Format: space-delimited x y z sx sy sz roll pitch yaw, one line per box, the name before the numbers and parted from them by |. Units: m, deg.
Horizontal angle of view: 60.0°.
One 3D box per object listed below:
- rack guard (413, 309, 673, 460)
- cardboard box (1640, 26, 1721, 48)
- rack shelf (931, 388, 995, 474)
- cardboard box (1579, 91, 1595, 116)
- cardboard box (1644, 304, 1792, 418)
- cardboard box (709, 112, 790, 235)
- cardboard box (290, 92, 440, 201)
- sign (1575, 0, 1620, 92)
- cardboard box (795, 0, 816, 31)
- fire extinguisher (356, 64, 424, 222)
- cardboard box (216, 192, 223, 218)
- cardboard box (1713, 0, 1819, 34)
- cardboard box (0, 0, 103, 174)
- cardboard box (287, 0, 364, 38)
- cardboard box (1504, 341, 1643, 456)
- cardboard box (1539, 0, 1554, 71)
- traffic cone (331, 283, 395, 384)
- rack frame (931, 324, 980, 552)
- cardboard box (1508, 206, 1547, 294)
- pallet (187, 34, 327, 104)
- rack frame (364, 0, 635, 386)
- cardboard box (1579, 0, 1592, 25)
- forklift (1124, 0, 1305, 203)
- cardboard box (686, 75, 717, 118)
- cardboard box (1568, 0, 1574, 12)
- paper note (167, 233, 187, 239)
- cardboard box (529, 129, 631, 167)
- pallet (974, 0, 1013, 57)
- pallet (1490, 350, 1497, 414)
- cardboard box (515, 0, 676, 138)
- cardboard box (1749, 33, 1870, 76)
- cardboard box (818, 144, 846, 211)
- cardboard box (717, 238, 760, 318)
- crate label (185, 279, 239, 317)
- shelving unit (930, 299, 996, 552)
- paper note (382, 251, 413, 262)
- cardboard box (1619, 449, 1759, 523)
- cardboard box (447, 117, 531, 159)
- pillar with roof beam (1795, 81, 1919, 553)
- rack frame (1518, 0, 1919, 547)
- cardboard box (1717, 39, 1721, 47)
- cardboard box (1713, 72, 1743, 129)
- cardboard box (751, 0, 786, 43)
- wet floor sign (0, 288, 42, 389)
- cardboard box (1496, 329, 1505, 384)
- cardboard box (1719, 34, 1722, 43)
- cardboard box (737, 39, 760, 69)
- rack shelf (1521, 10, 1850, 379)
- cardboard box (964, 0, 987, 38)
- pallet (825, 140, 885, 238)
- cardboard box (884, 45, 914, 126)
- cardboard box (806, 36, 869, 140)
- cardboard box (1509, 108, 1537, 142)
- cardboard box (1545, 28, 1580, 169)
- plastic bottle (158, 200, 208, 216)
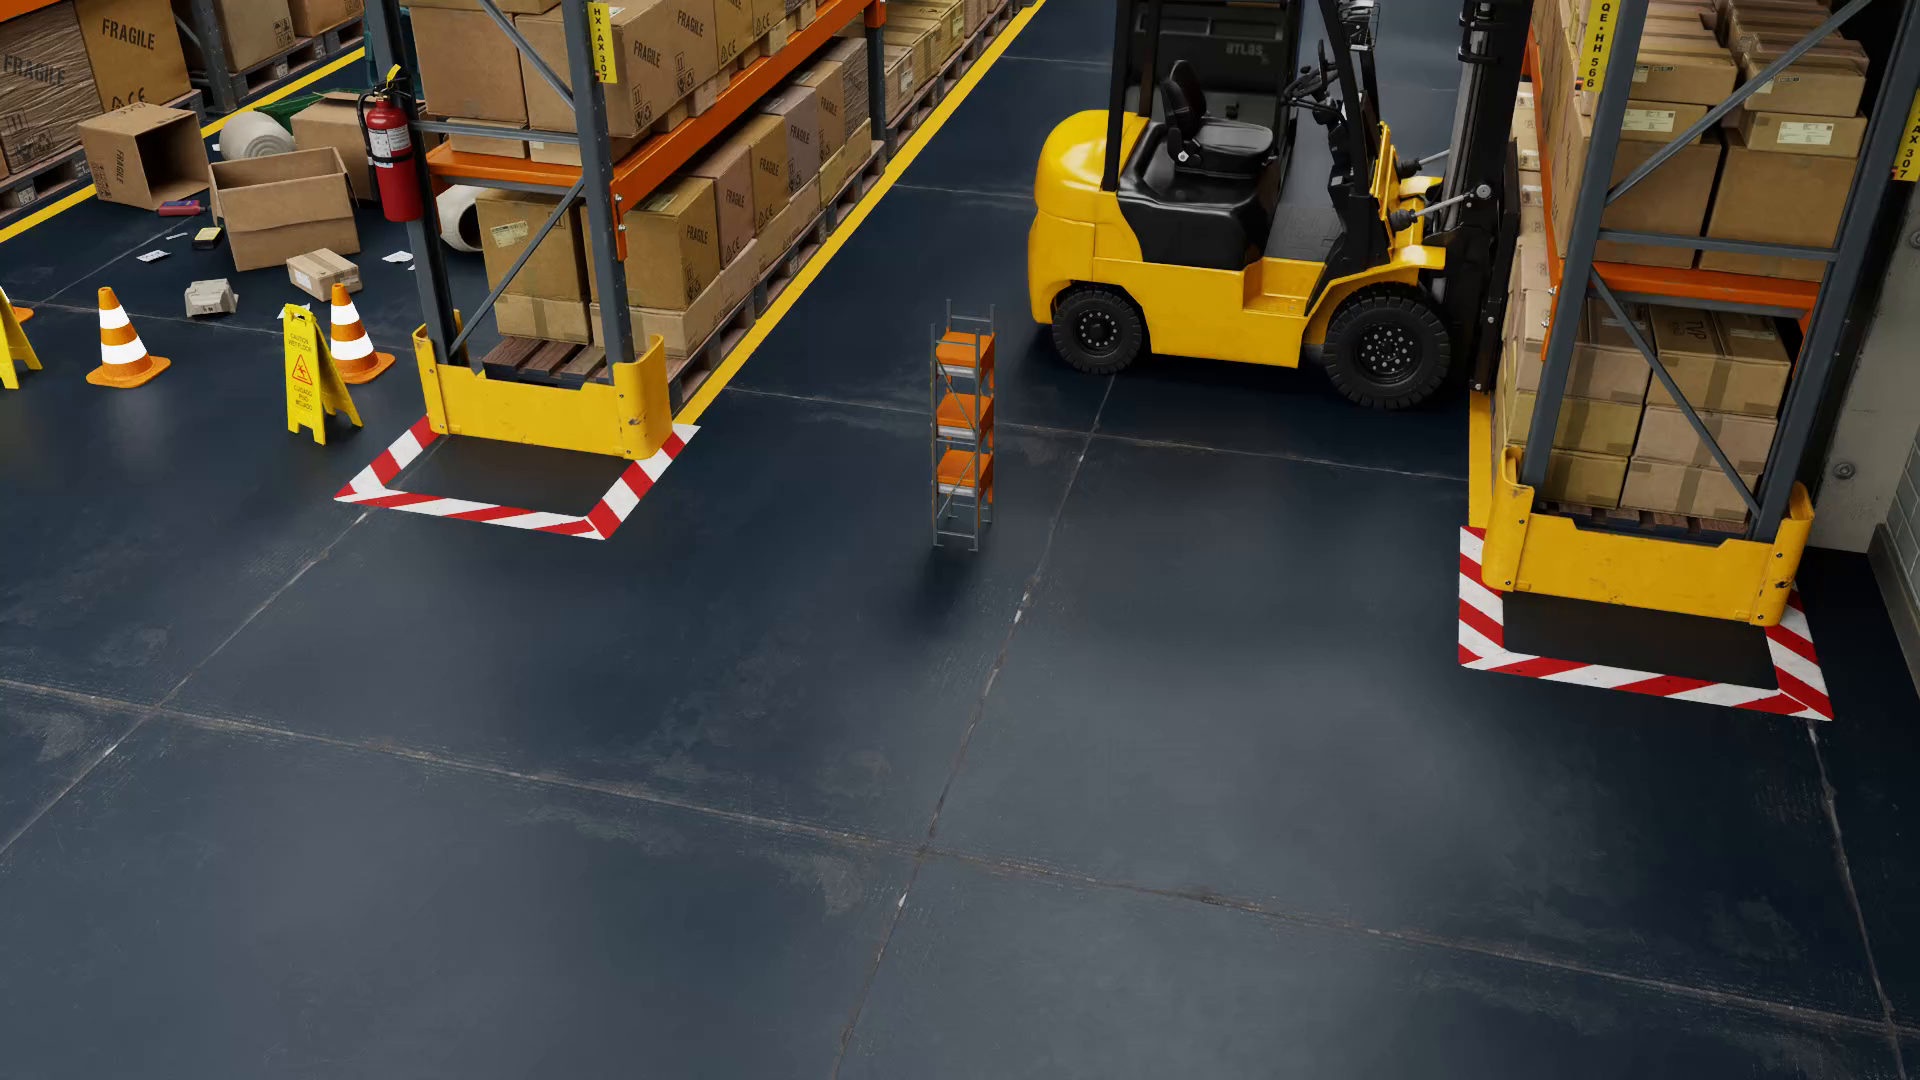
rack guard | -1.989 -0.749 7.962 1.175 0.500 0.348 8 33 12
cardboard box | 2.714 -1.879 6.434 0.380 0.149 0.250 8 33 12
rack shelf | 0.014 -0.462 7.018 0.215 0.259 0.240 8 33 12
cardboard box | 2.647 -1.761 6.526 0.380 0.149 0.250 9 33 13
cardboard box | 3.099 -0.753 6.878 0.500 0.250 0.500 8 33 12
cardboard box | -1.267 -2.022 9.107 0.500 0.500 0.500 9 33 13
cardboard box | -3.782 -2.510 10.603 0.797 0.637 0.503 8 33 12
sign | 2.273 -1.760 5.922 0.100 0.325 0.005 8 33 12
cardboard box | -1.034 -2.998 9.404 0.380 0.149 0.250 8 33 12
fire extinguisher | -2.483 -1.735 7.255 0.296 0.674 0.183 8 33 12
cardboard box | -4.461 -2.165 10.408 0.396 0.266 0.258 14 35 21
cardboard box | 3.358 -2.214 6.961 0.380 0.149 0.250 9 34 14
cardboard box | -6.259 -2.957 10.694 0.875 0.875 0.875 8 33 13
cardboard box | -5.488 -4.524 13.275 1.050 0.750 0.750 8 33 12
cardboard box | 2.615 -0.613 7.124 0.500 0.250 0.500 8 33 12
cardboard box | 3.328 -2.741 8.672 0.500 0.500 0.500 9 33 13
traffic cone | -3.147 -1.092 8.537 0.336 0.463 0.334 8 33 12
rack frame | -0.017 -0.408 6.912 0.200 1.050 0.008 8 33 12
cardboard box | 2.852 -1.339 7.801 0.500 0.250 0.500 8 33 13
pallet | -5.684 -3.695 12.866 1.003 0.211 1.213 8 33 12
rack frame | -2.008 -1.764 7.229 1.000 3.000 0.127 8 33 12
cardboard box | 2.848 -2.287 7.077 0.380 0.149 0.250 9 33 14
forklift | 1.518 -3.481 9.994 1.130 2.935 3.031 8 33 12
cardboard box | -1.417 -2.191 8.135 0.380 0.149 0.250 9 33 13
cardboard box | 3.062 -2.553 7.772 0.380 0.149 0.250 7 33 11
paper note | -4.787 -1.859 10.165 0.032 0.001 0.123 28 42 36
cardboard box | -1.722 -1.806 7.529 0.380 0.149 0.250 8 33 13
pallet | -0.178 -4.333 13.870 1.003 0.211 1.213 8 33 12
pallet | 3.259 -0.947 8.543 1.003 0.211 1.213 8 33 12
cardboard box | -1.620 -2.140 7.450 0.500 0.500 0.500 8 33 12
cardboard box | 3.214 -1.806 6.320 0.380 0.149 0.250 9 34 14
cardboard box | -1.008 -2.236 10.142 0.500 0.250 0.500 7 33 11
cardboard box | -1.399 -1.426 8.868 0.500 0.250 0.500 9 34 14
crate label | -4.167 -1.346 9.239 0.250 0.136 0.298 -8 33 -13
shelving unit | 0.014 -0.471 7.012 0.215 1.050 0.252 8 33 12
paper note | -3.333 -1.688 9.888 0.148 0.019 0.142 20 38 29
cardboard box | 3.108 -0.335 7.153 0.500 0.250 0.500 8 33 13
cardboard box | -2.120 -1.881 7.647 0.380 0.149 0.250 9 34 14
pillar with roof beam | -0.321 -4.447 5.857 9.100 9.000 0.400 8 33 12
rack frame | 2.794 -1.090 6.169 1.000 3.000 0.127 8 33 12
cardboard box | 3.423 -1.887 7.329 0.500 0.500 0.500 8 33 12
cardboard box | 3.132 -1.684 6.405 0.380 0.149 0.250 8 33 12
cardboard box | -1.242 -2.939 8.706 0.500 0.500 0.500 7 33 11
wet floor sign | -4.914 -1.107 8.391 0.267 0.644 0.232 3 33 4
cardboard box | 2.879 -0.909 8.056 0.500 0.250 0.500 8 33 13
cardboard box | 3.526 -2.204 7.224 0.380 0.149 0.250 9 34 14
cardboard box | -1.279 -2.608 8.791 0.380 0.149 0.250 7 33 11
rack shelf | 3.302 -1.825 7.995 1.077 0.370 4.000 8 33 12
cardboard box | -0.310 -4.308 13.288 0.950 0.372 0.625 7 33 11
pallet | -1.129 -2.310 10.686 1.003 0.211 1.213 8 33 12
cardboard box | -0.862 -3.181 11.515 0.950 0.372 0.625 8 33 13
cardboard box | -0.883 -2.830 10.378 0.500 0.500 0.500 8 33 12
cardboard box | 3.243 -2.132 9.048 0.500 0.250 0.500 8 33 12
cardboard box | 2.935 -1.958 7.440 0.500 0.500 0.500 7 33 11
plastic bottle | -4.887 -2.093 10.486 0.283 0.061 0.133 -3 33 -4
